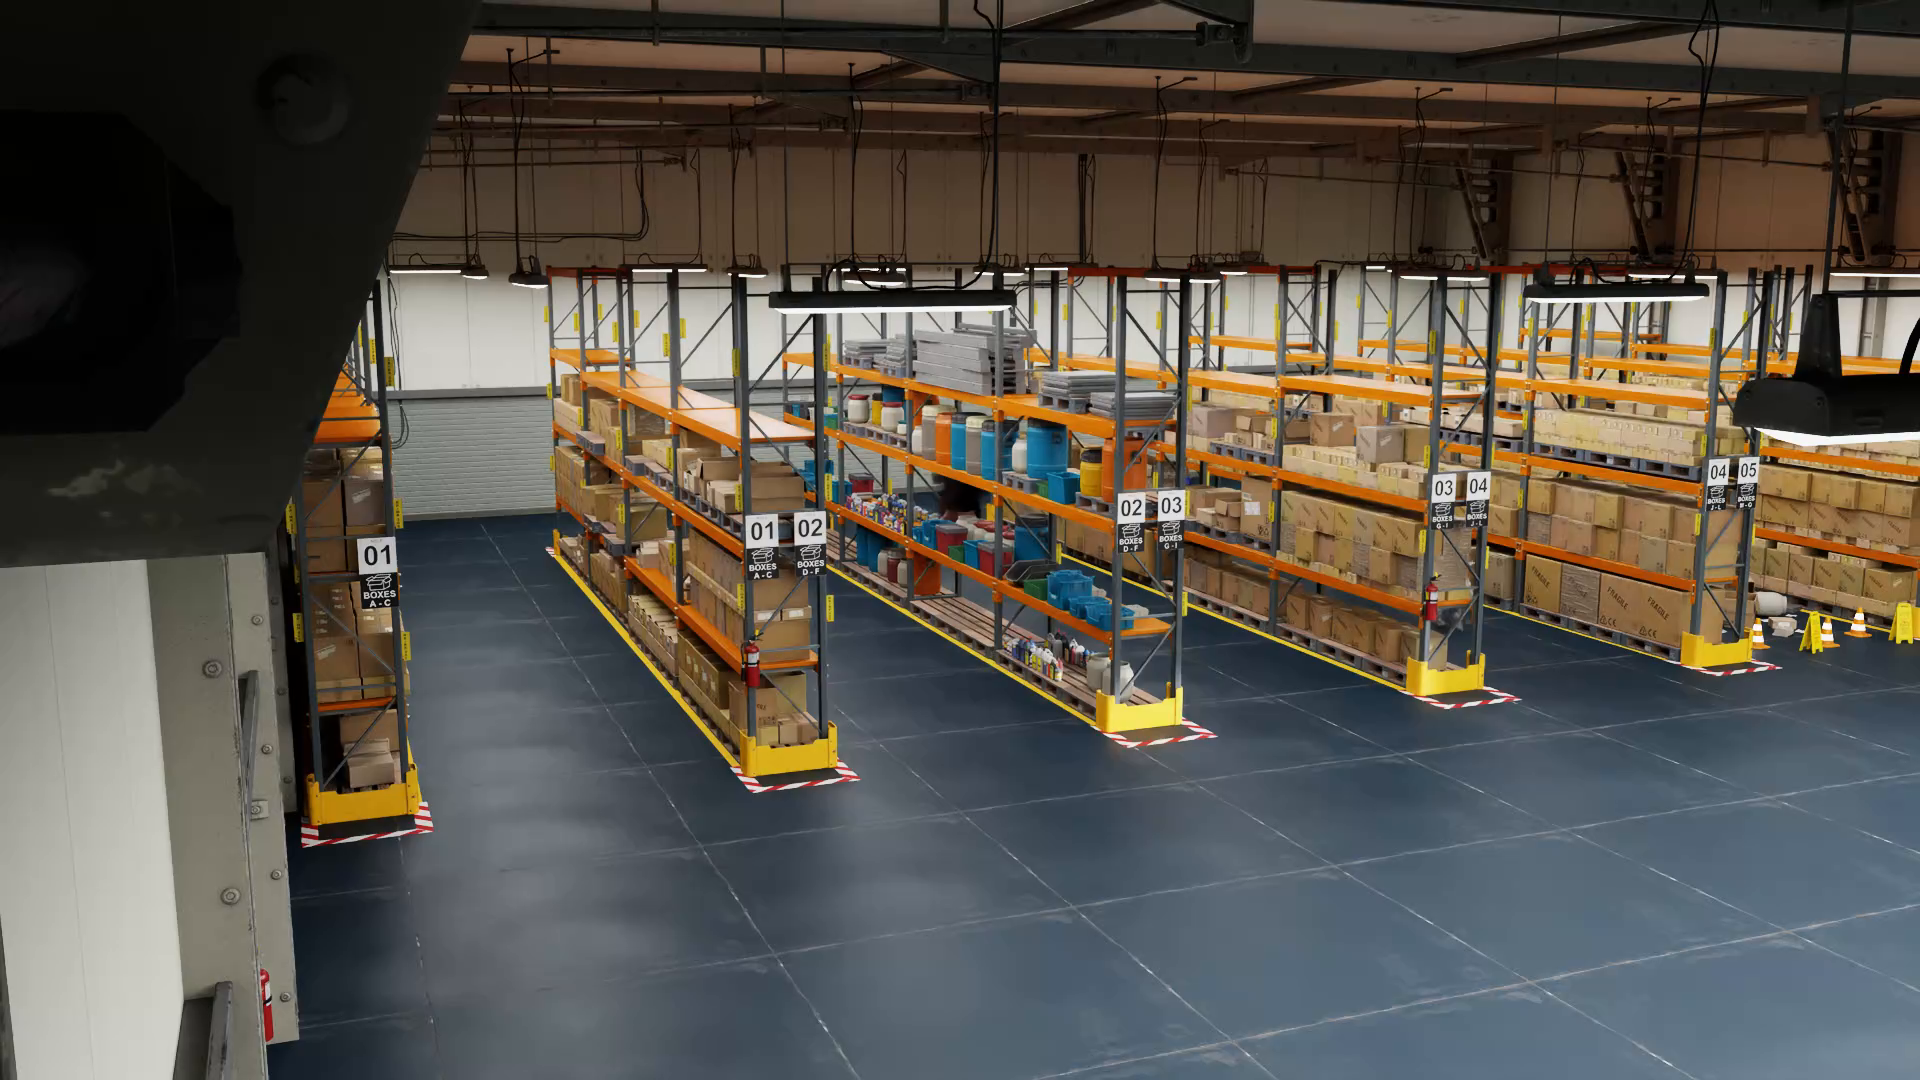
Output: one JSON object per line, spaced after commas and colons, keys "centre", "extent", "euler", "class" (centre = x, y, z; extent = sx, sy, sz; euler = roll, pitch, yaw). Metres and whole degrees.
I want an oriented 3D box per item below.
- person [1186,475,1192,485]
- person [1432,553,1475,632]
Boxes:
{"centre": [4.942, -0.868, 37.144], "extent": [0.576, 1.549, 0.612], "euler": [-3, 10, -19], "class": "person"}
{"centre": [8.294, 0.642, 27.848], "extent": [0.715, 1.779, 0.832], "euler": [-8, 13, -39], "class": "person"}
